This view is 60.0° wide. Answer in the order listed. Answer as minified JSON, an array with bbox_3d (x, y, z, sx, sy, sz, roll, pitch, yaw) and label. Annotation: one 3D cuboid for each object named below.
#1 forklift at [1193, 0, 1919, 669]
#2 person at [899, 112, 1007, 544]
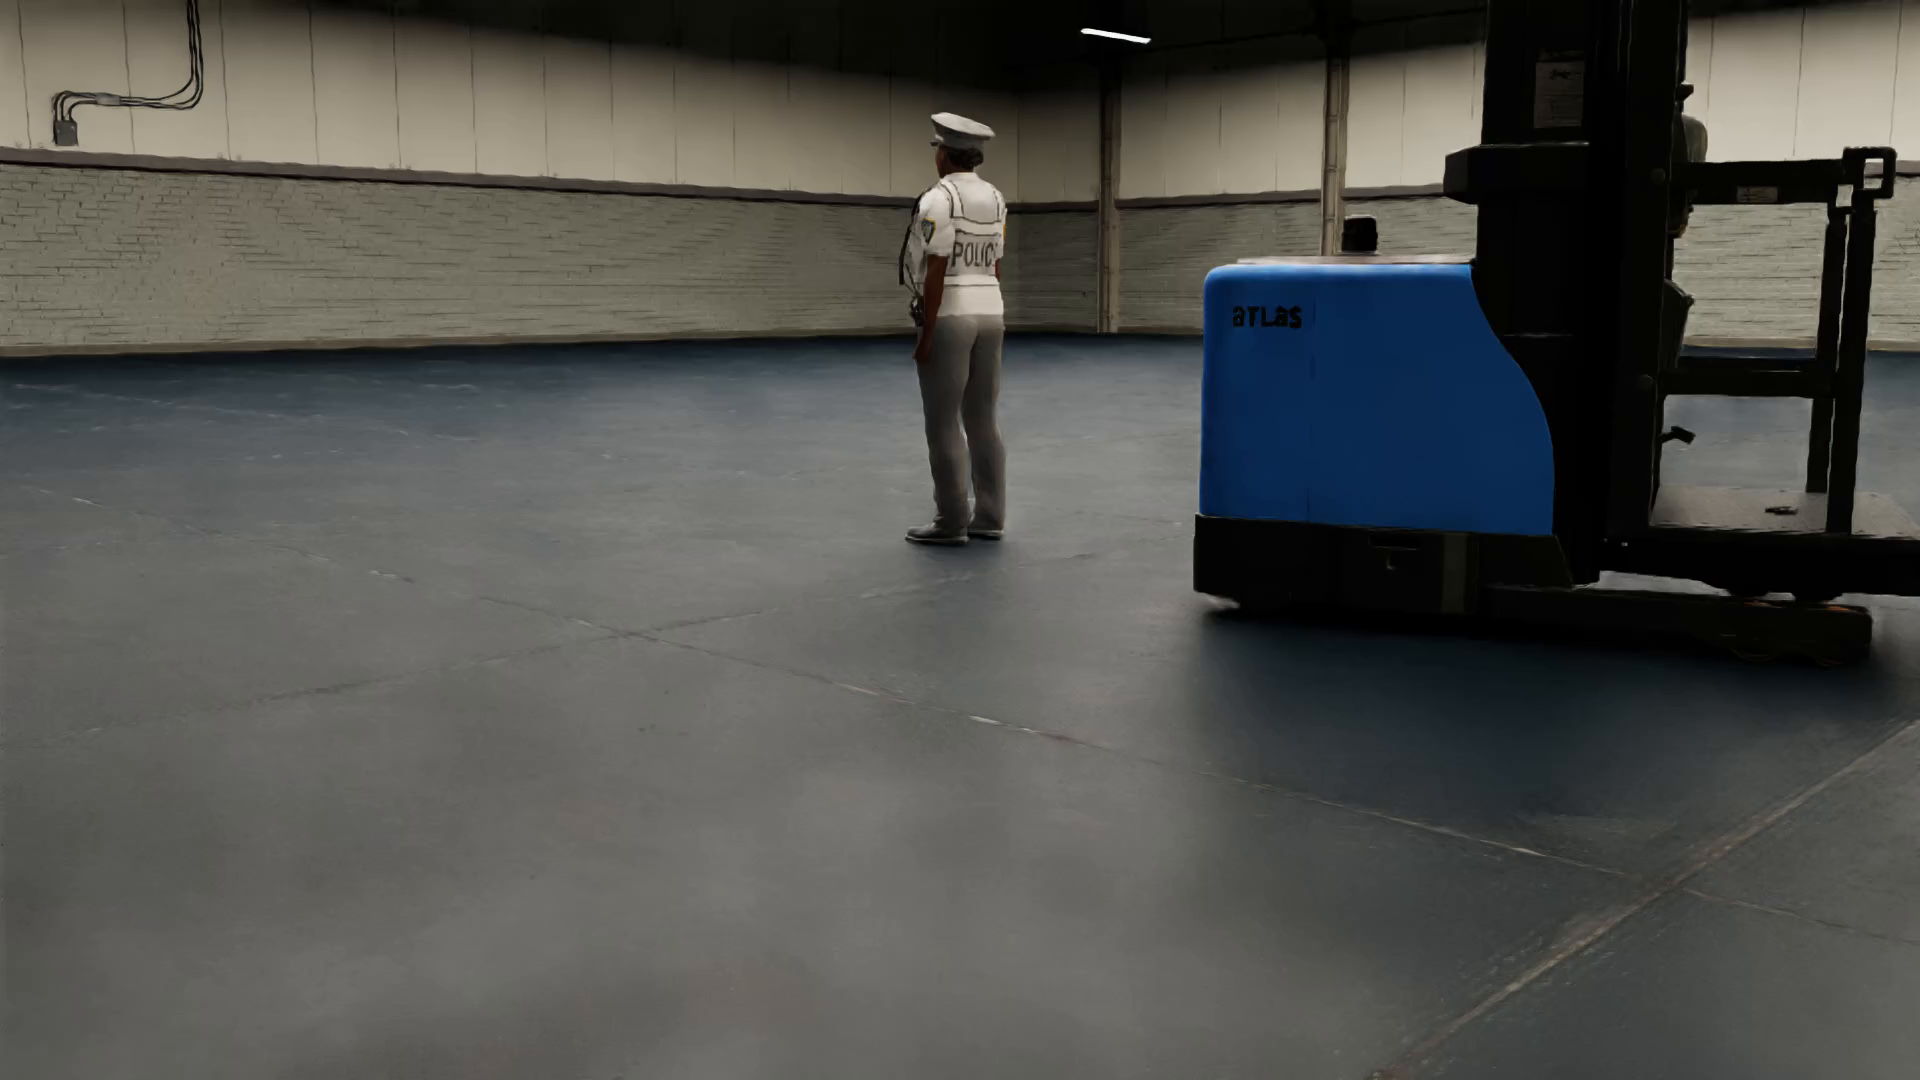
[{"bbox_3d":[2.295,-1.195,4.812,3.031,2.935,1.130,4,9,24],"label":"forklift"},{"bbox_3d":[-0.010,-0.834,6.611,0.338,1.688,0.446,8,12,43],"label":"person"}]
